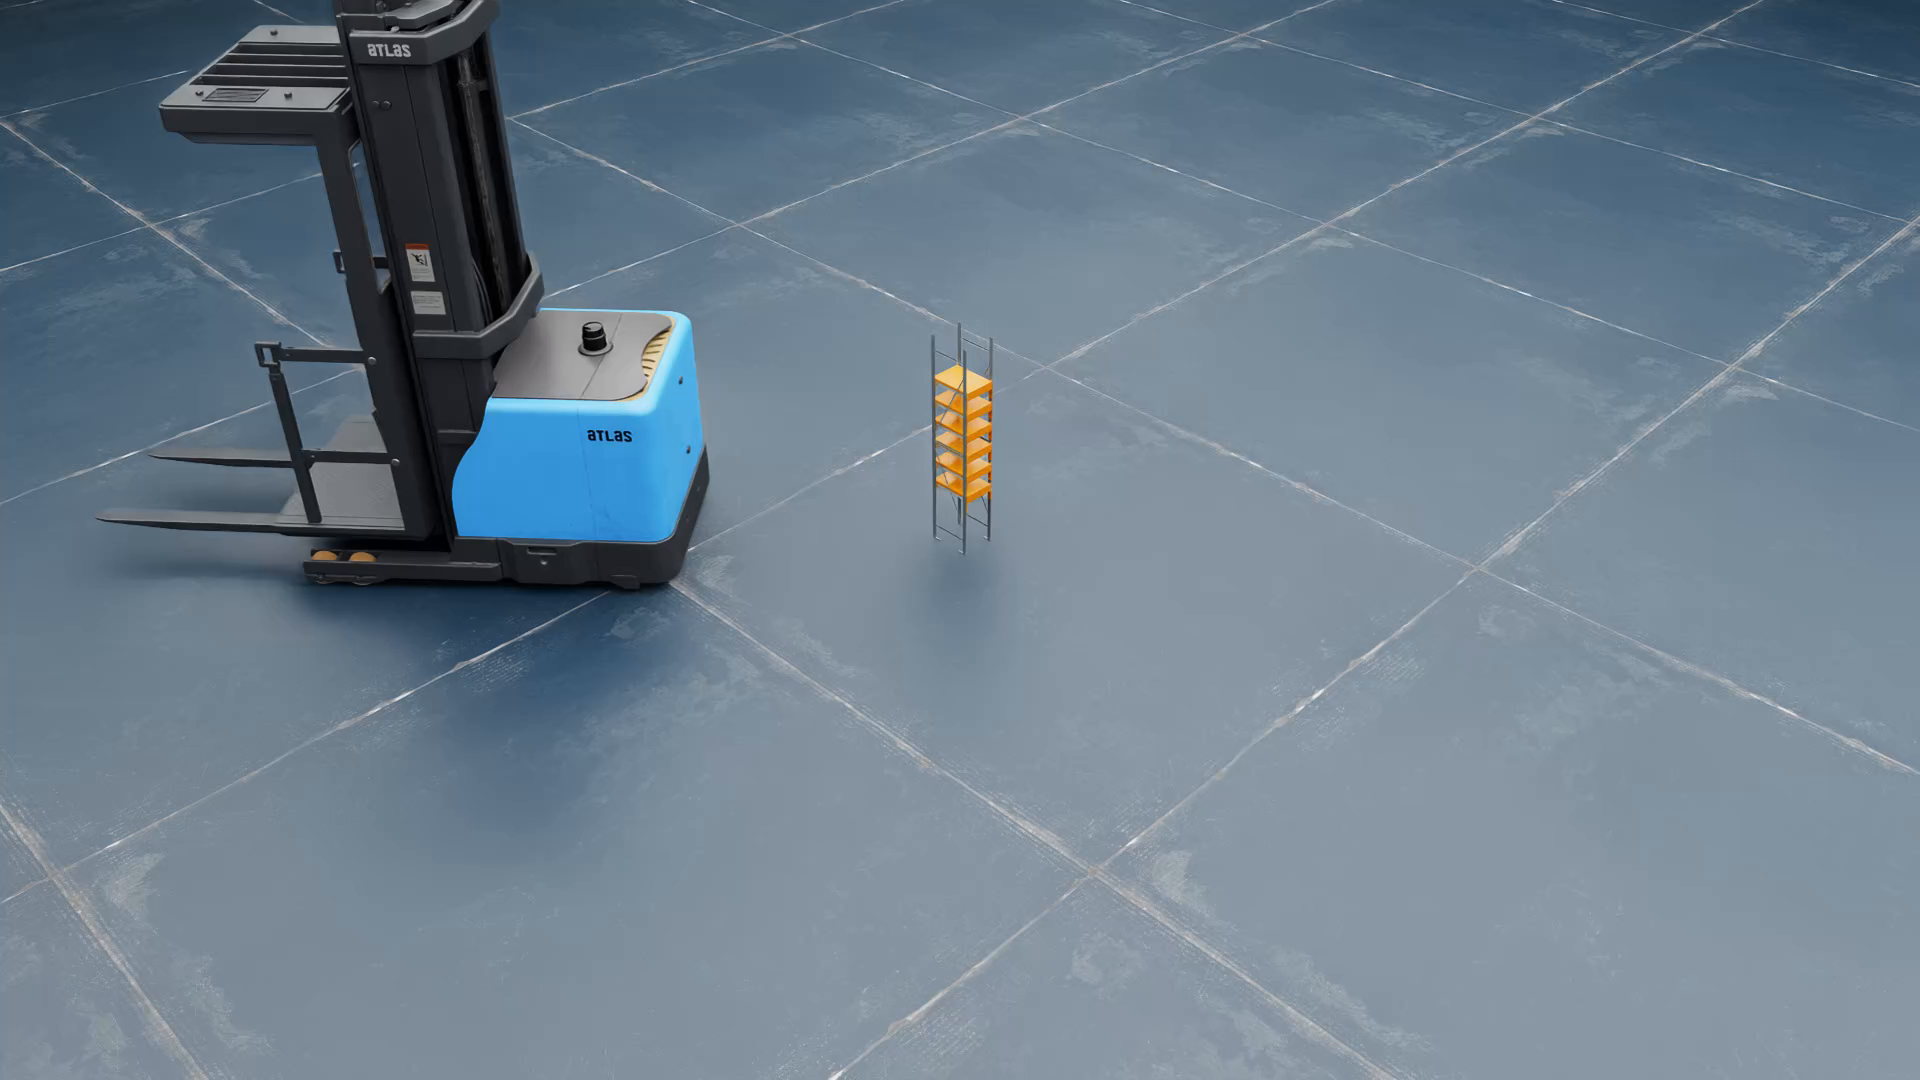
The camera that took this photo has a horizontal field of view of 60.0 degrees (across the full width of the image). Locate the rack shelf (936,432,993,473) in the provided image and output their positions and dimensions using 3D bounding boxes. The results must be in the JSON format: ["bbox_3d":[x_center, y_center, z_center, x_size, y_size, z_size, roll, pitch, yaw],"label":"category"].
[{"bbox_3d":[0.010,-0.462,8.431,0.258,0.103,0.180,30,45,35],"label":"rack shelf"}]

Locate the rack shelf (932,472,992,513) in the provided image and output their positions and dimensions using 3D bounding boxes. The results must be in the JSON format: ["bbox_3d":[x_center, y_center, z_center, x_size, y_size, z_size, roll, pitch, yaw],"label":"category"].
[{"bbox_3d":[0.010,-0.265,8.569,0.258,0.103,0.180,30,45,35],"label":"rack shelf"}]

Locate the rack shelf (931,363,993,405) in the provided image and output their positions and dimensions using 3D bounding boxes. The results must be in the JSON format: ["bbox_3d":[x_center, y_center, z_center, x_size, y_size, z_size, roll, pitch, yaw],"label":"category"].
[{"bbox_3d":[0.010,-0.757,8.225,0.258,0.103,0.180,30,45,35],"label":"rack shelf"}]

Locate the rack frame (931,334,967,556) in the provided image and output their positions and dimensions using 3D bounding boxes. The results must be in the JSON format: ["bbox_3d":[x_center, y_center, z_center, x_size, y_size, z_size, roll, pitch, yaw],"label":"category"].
[{"bbox_3d":[-0.054,-0.461,8.353,0.240,1.200,0.006,30,45,35],"label":"rack frame"}]

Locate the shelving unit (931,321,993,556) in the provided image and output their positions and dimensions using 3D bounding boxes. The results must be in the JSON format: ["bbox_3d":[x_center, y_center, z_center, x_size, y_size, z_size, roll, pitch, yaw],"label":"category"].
[{"bbox_3d":[0.010,-0.498,8.406,0.258,1.200,0.189,30,45,35],"label":"shelving unit"}]

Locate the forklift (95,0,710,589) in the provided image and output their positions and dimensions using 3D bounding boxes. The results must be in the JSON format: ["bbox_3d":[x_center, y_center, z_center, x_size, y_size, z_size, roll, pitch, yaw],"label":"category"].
[{"bbox_3d":[-2.903,-1.273,8.004,3.031,2.935,1.130,2,35,3],"label":"forklift"}]

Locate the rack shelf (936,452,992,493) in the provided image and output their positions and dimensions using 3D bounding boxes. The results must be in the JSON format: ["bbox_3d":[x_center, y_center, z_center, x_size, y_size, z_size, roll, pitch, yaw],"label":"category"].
[{"bbox_3d":[0.010,-0.363,8.500,0.258,0.103,0.180,30,45,35],"label":"rack shelf"}]

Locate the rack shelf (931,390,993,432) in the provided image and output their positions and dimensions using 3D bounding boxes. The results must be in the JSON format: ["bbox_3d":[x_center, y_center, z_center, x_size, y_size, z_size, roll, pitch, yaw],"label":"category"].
[{"bbox_3d":[0.010,-0.658,8.294,0.258,0.103,0.180,30,45,35],"label":"rack shelf"}]

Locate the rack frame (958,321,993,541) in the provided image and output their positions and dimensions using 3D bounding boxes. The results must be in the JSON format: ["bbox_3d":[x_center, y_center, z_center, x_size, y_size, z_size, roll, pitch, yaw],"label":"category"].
[{"bbox_3d":[0.075,-0.535,8.459,0.240,1.200,0.006,30,45,35],"label":"rack frame"}]

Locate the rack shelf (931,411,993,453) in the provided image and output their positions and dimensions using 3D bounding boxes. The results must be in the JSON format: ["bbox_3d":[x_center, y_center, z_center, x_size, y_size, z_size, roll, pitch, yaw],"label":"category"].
[{"bbox_3d":[0.010,-0.560,8.363,0.258,0.103,0.180,30,45,35],"label":"rack shelf"}]
